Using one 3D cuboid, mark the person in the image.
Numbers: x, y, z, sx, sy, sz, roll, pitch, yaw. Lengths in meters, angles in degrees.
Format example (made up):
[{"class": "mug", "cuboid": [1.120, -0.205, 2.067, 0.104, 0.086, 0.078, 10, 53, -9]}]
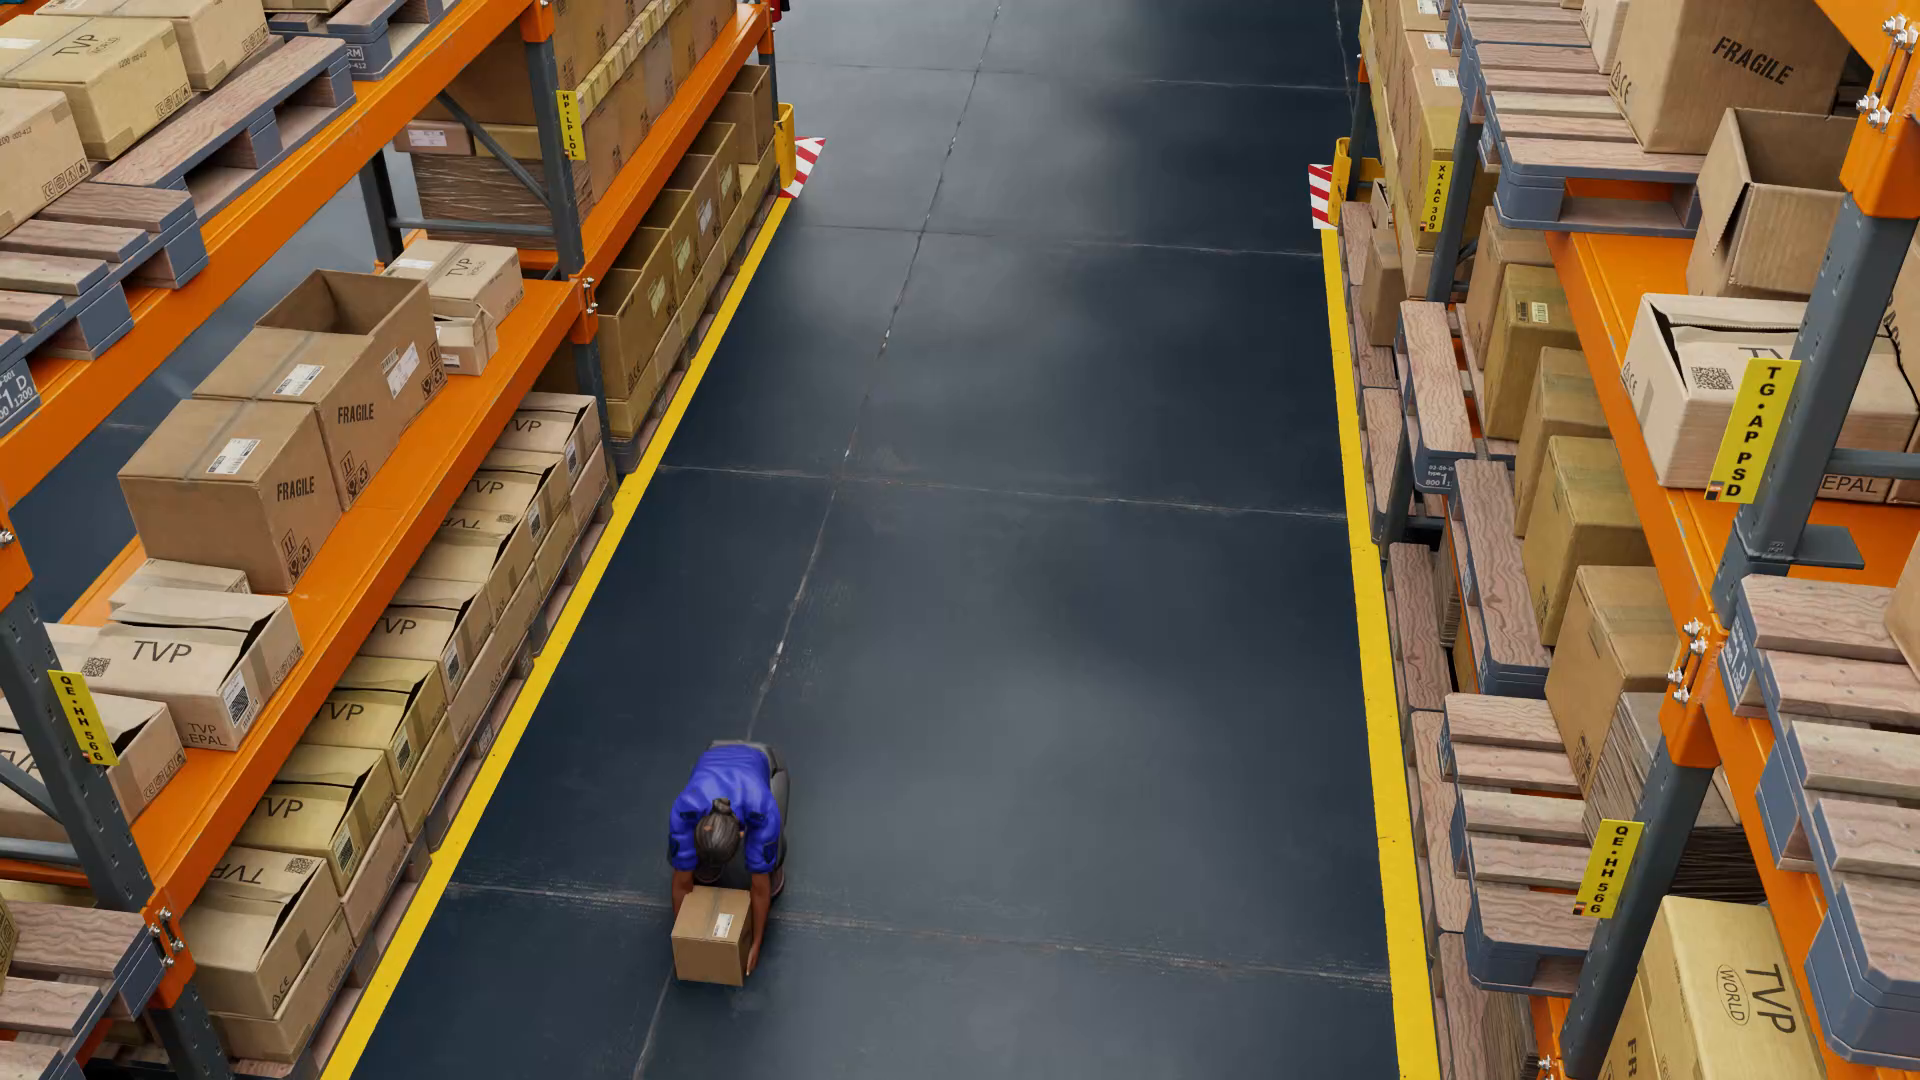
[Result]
[{"class": "person", "cuboid": [-0.879, 1.117, 6.354, 0.463, 0.811, 0.832, 4, 37, 5]}]
